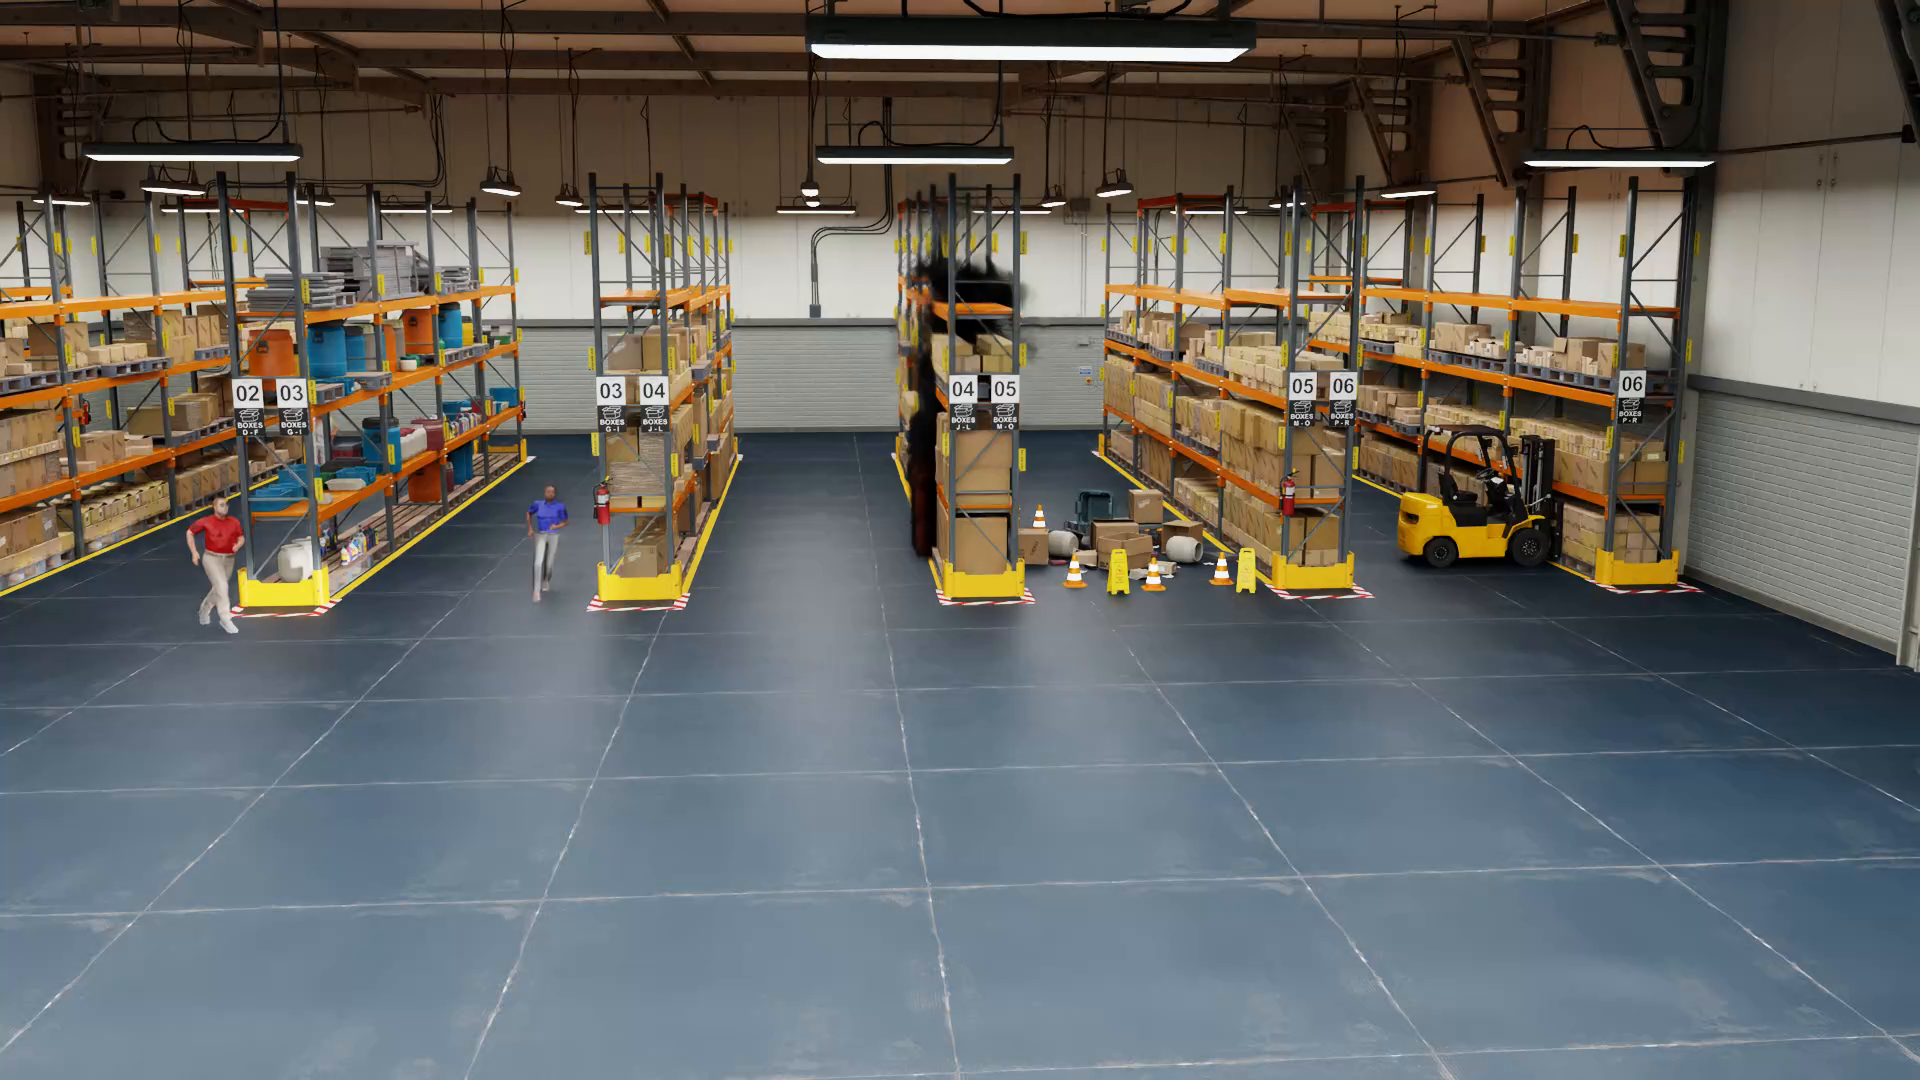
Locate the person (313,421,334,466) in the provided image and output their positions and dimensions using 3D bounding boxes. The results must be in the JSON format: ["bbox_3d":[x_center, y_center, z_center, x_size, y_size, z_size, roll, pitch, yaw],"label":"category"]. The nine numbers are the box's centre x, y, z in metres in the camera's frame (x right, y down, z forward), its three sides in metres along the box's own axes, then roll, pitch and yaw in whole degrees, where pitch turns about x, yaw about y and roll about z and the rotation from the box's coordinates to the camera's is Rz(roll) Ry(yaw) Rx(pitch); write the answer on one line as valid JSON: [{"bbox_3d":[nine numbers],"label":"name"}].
[{"bbox_3d":[-13.247,-1.784,34.474,0.608,1.544,0.781,-2,10,-10],"label":"person"}]

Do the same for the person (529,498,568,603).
[{"bbox_3d":[-5.917,0.125,23.977,0.550,1.477,0.854,-2,10,-13],"label":"person"}]

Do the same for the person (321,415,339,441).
[{"bbox_3d":[-13.674,-2.083,35.706,0.567,1.628,0.549,-1,10,-7],"label":"person"}]
